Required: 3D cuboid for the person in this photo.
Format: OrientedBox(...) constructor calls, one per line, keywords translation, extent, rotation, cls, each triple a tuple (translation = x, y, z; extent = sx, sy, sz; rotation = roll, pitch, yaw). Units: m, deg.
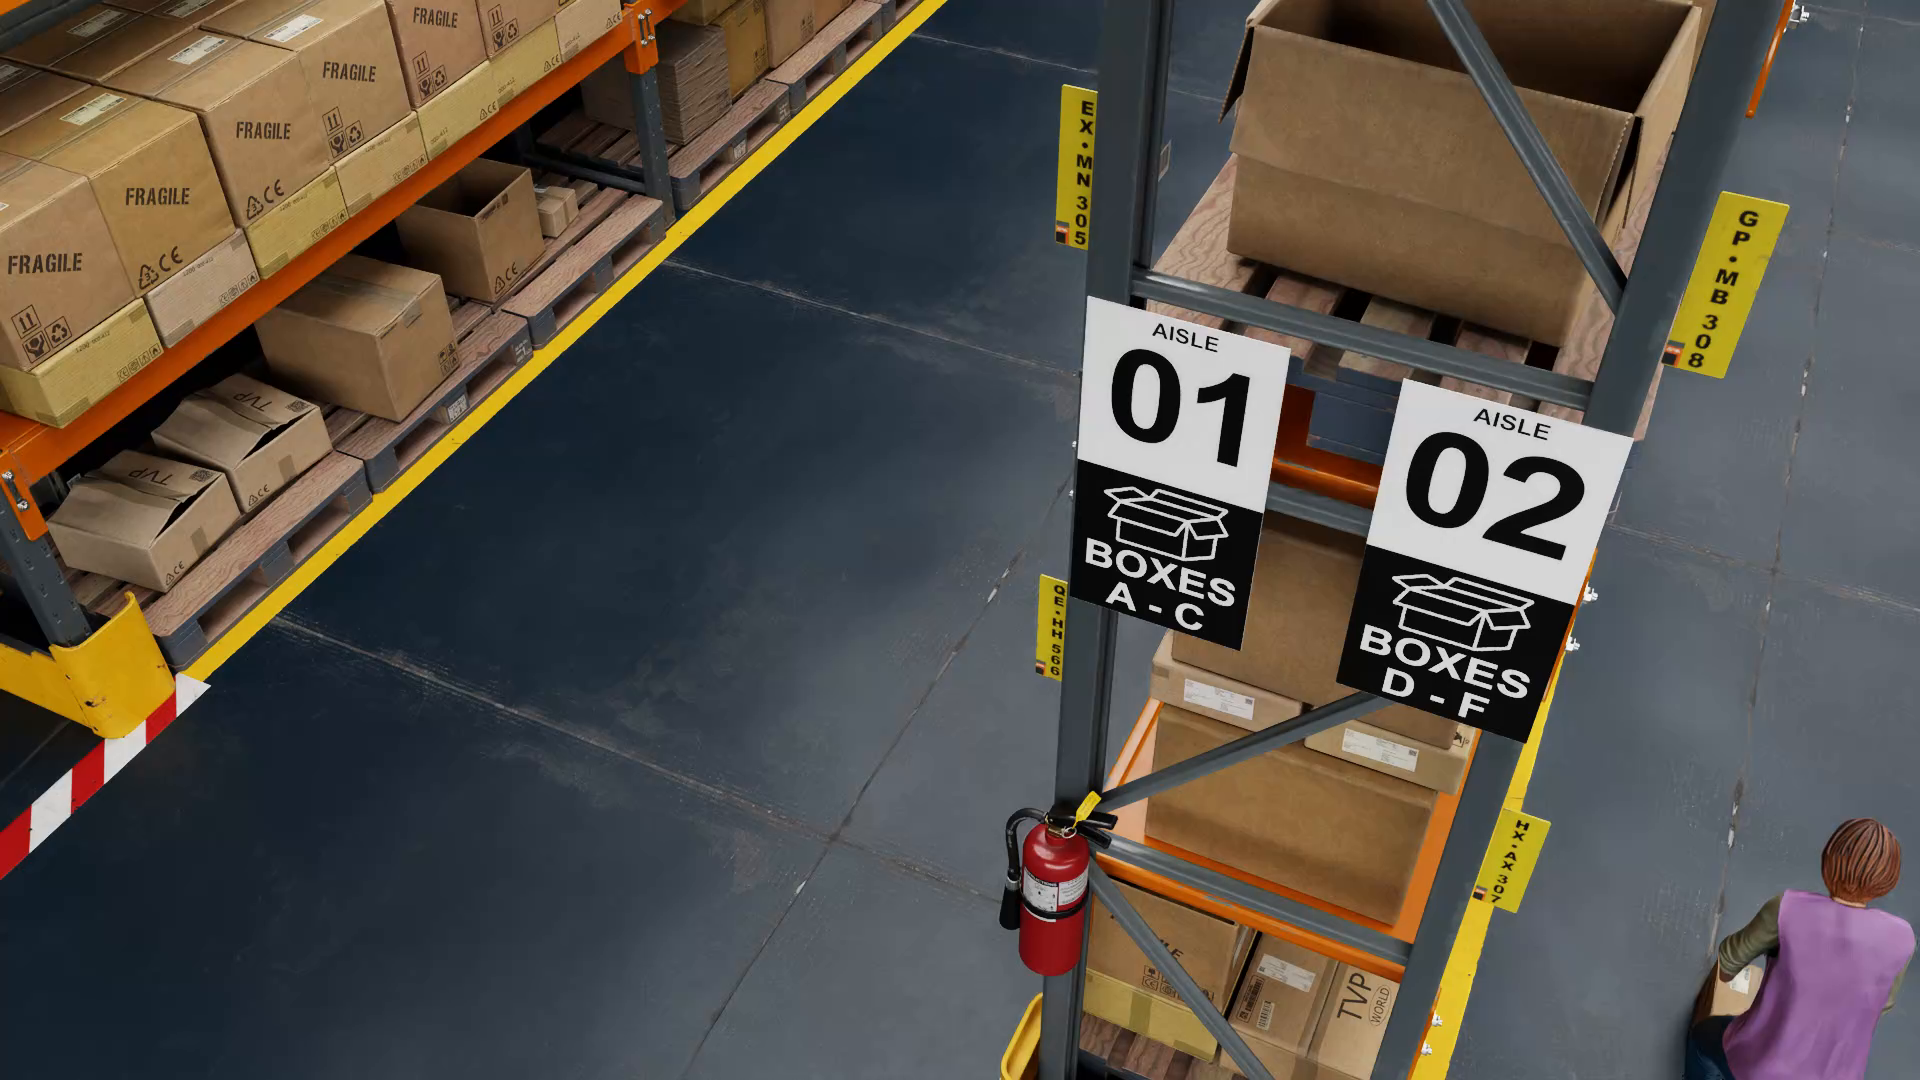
OrientedBox(translation=(2.349, 1.407, 4.770), extent=(0.454, 1.429, 0.540), rotation=(18, 45, 18), cls="person")
